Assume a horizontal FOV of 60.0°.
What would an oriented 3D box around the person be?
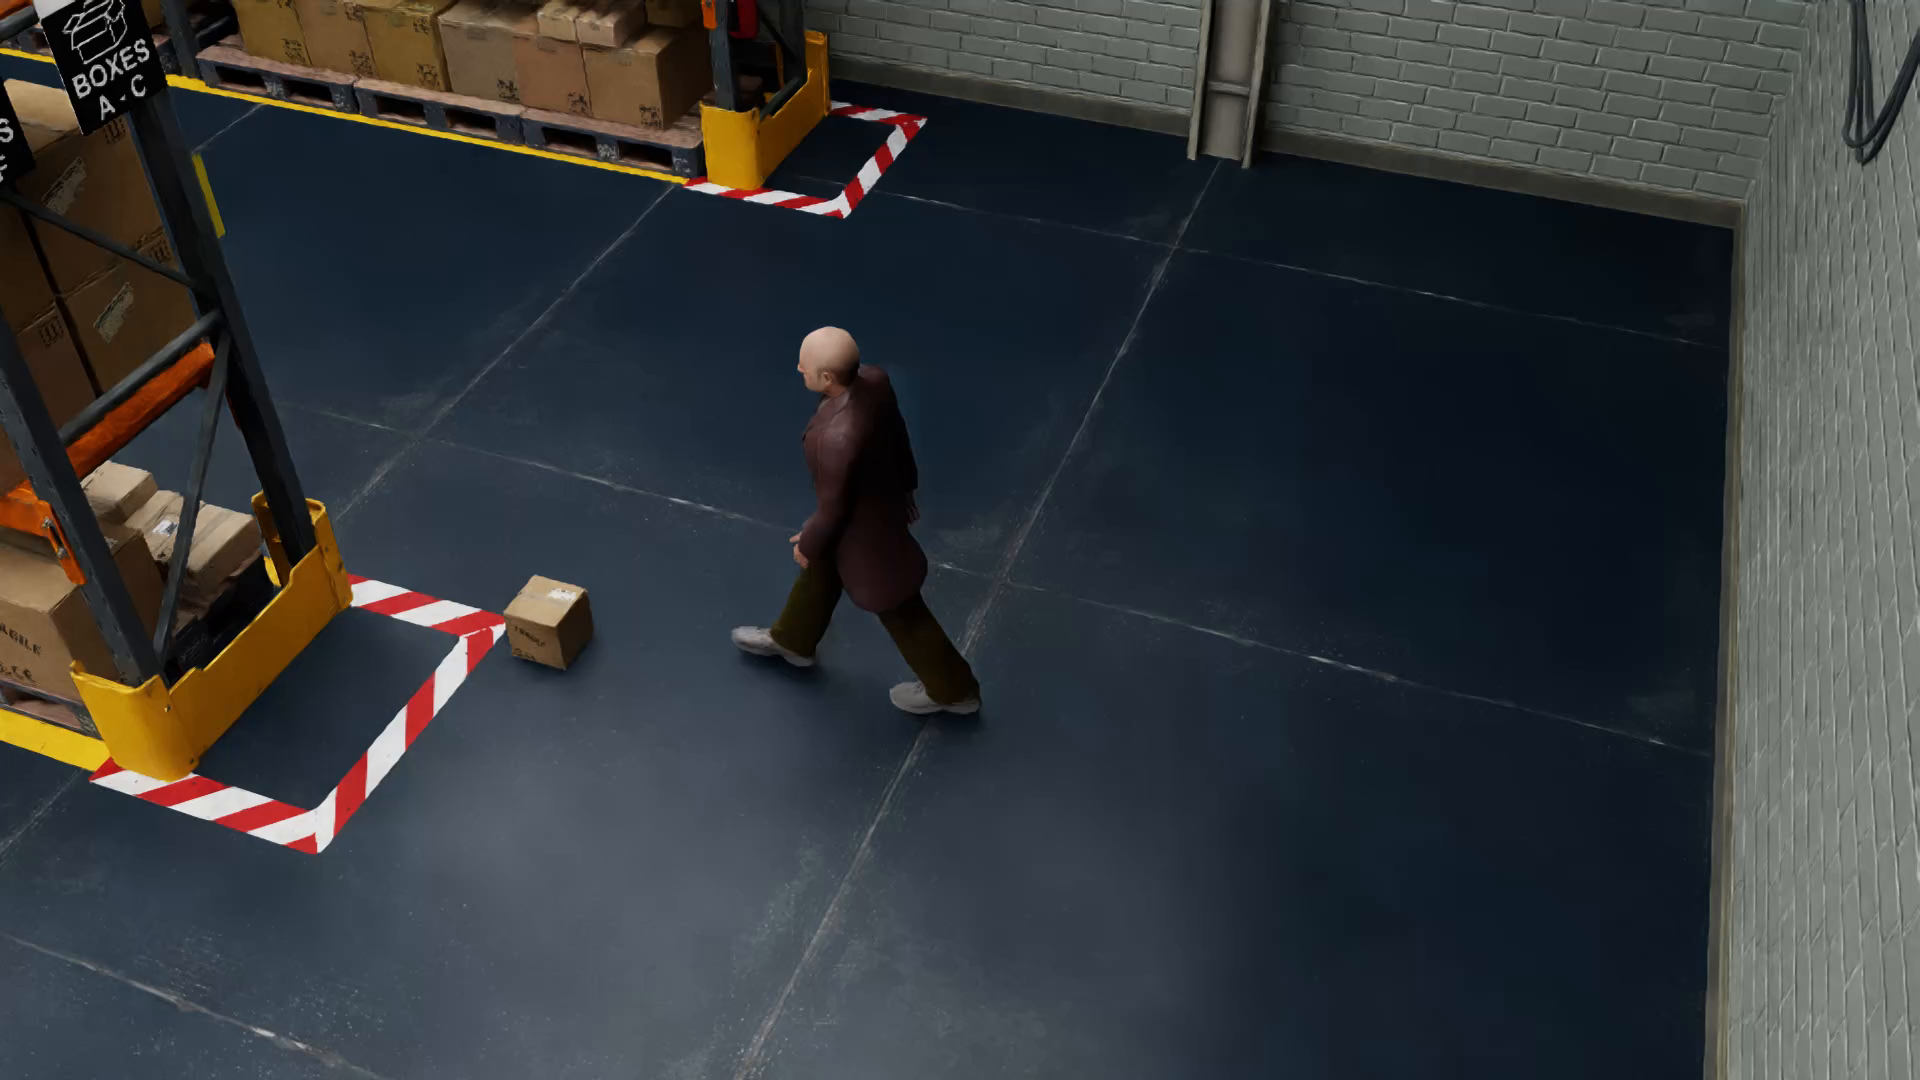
[{"bbox_3d":[-0.433,-0.074,6.242,1.072,1.721,0.589,4,41,4],"label":"person"}]
